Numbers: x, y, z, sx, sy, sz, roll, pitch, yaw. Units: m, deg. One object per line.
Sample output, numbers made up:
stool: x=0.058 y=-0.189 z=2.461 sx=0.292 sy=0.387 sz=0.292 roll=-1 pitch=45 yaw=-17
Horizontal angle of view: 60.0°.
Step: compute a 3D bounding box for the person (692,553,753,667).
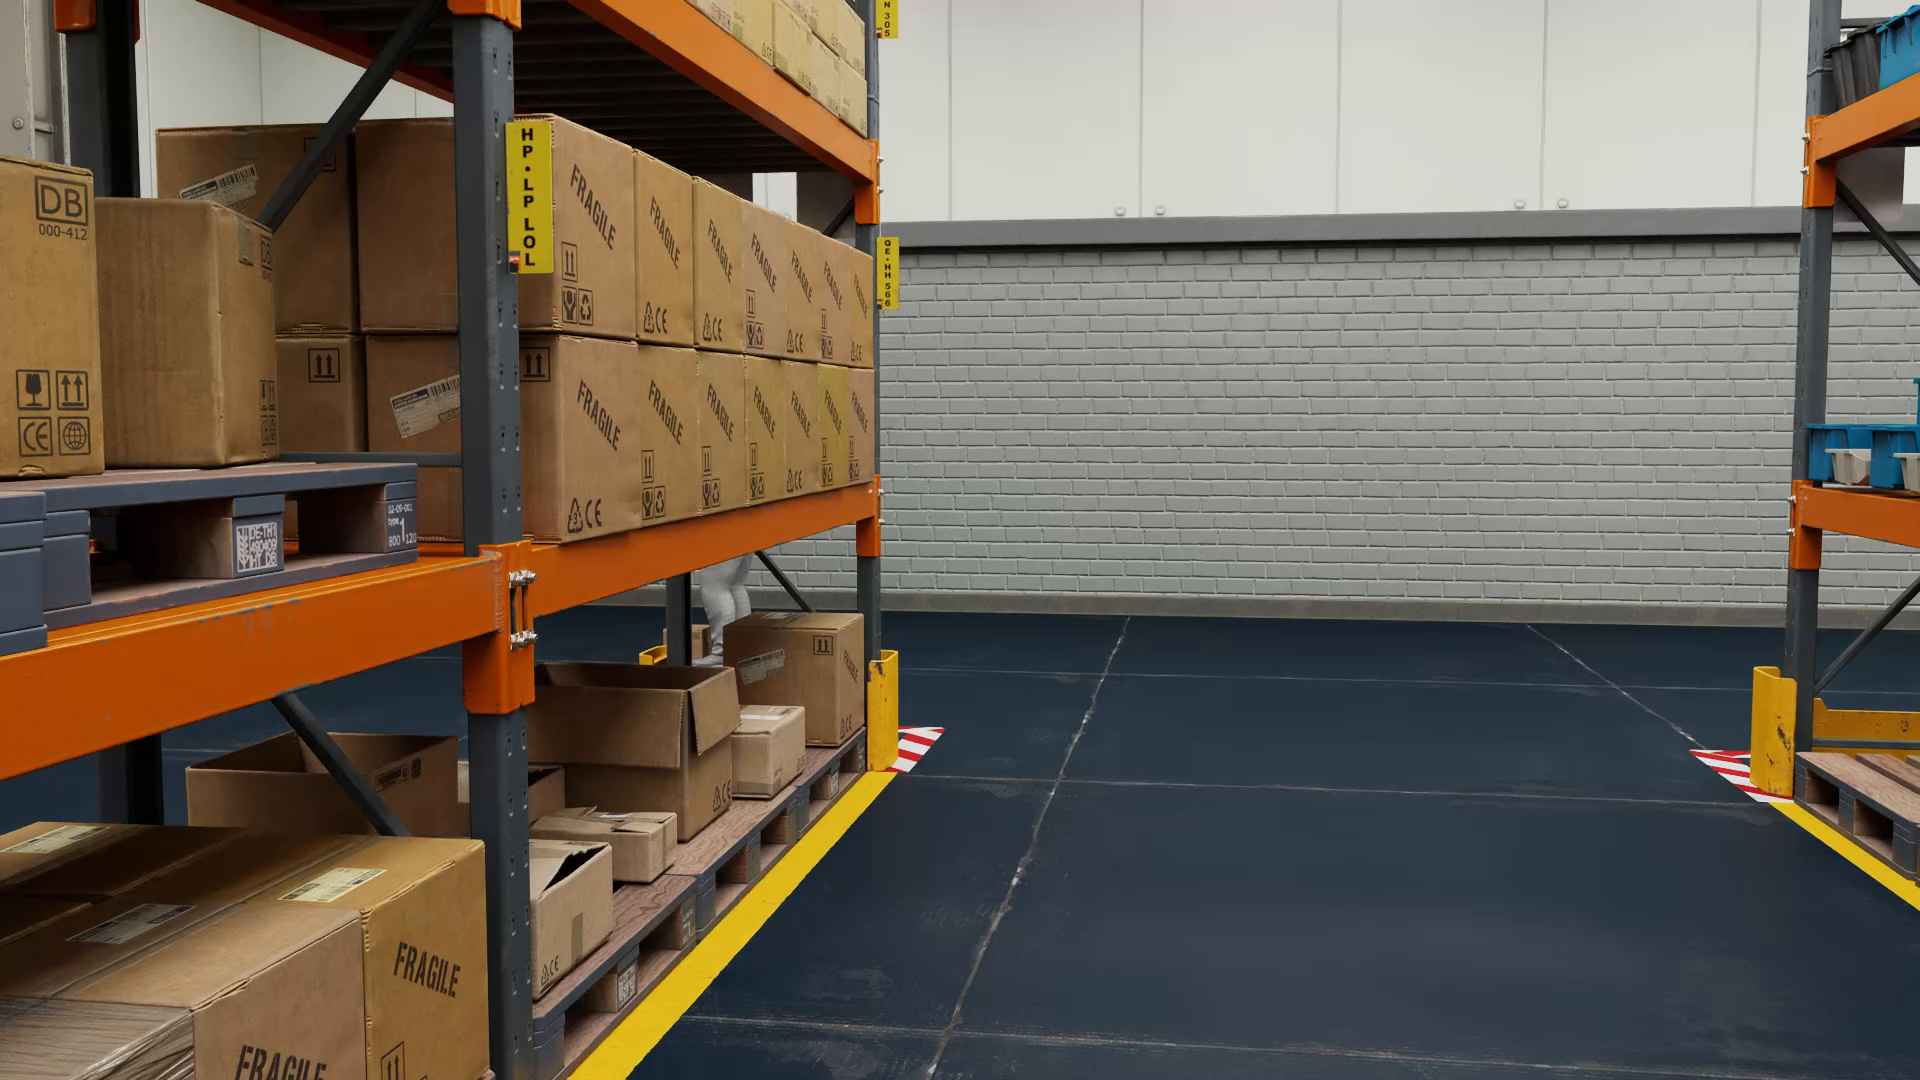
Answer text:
person: x=-1.472 y=-0.069 z=10.475 sx=0.466 sy=1.748 sz=0.586 roll=1 pitch=4 yaw=8
